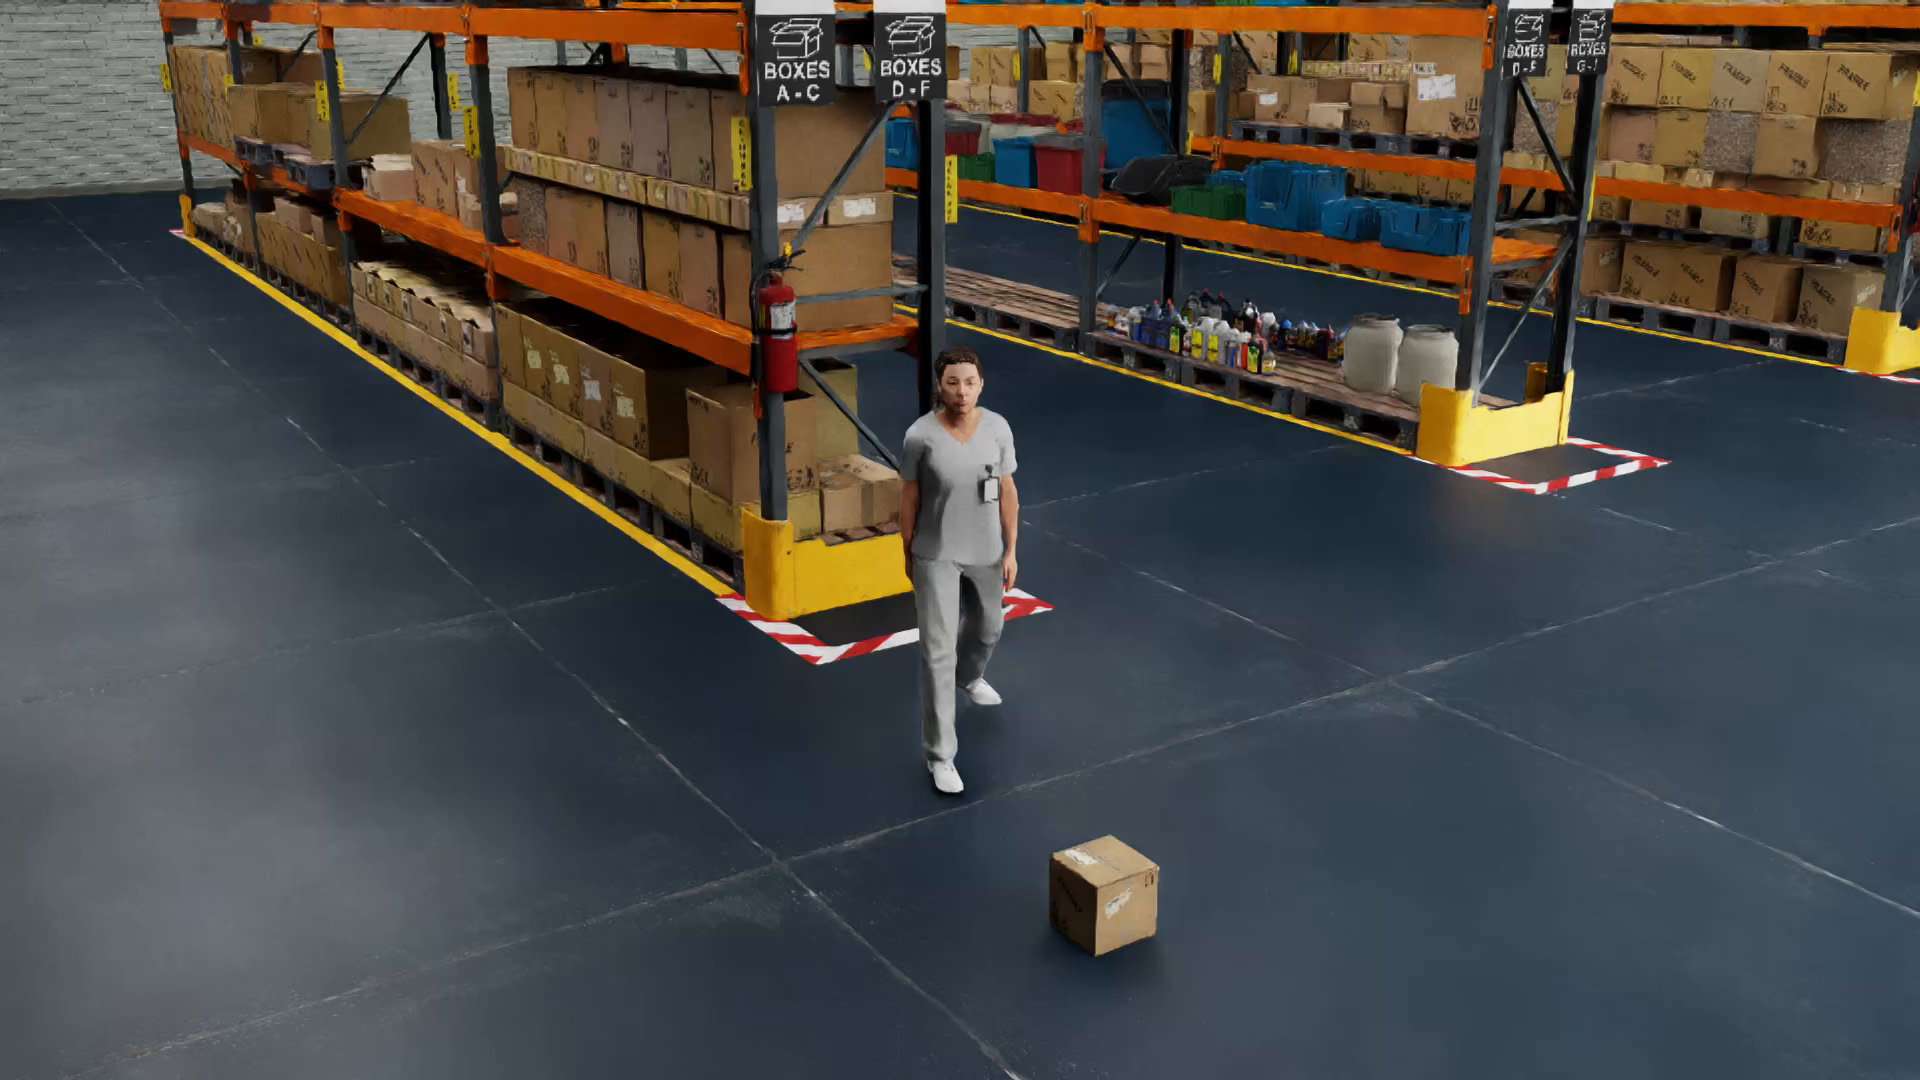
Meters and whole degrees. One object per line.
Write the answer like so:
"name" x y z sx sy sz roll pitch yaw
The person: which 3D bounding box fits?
"person" -0.002 0.041 6.435 0.488 1.656 0.863 -6 19 -17
